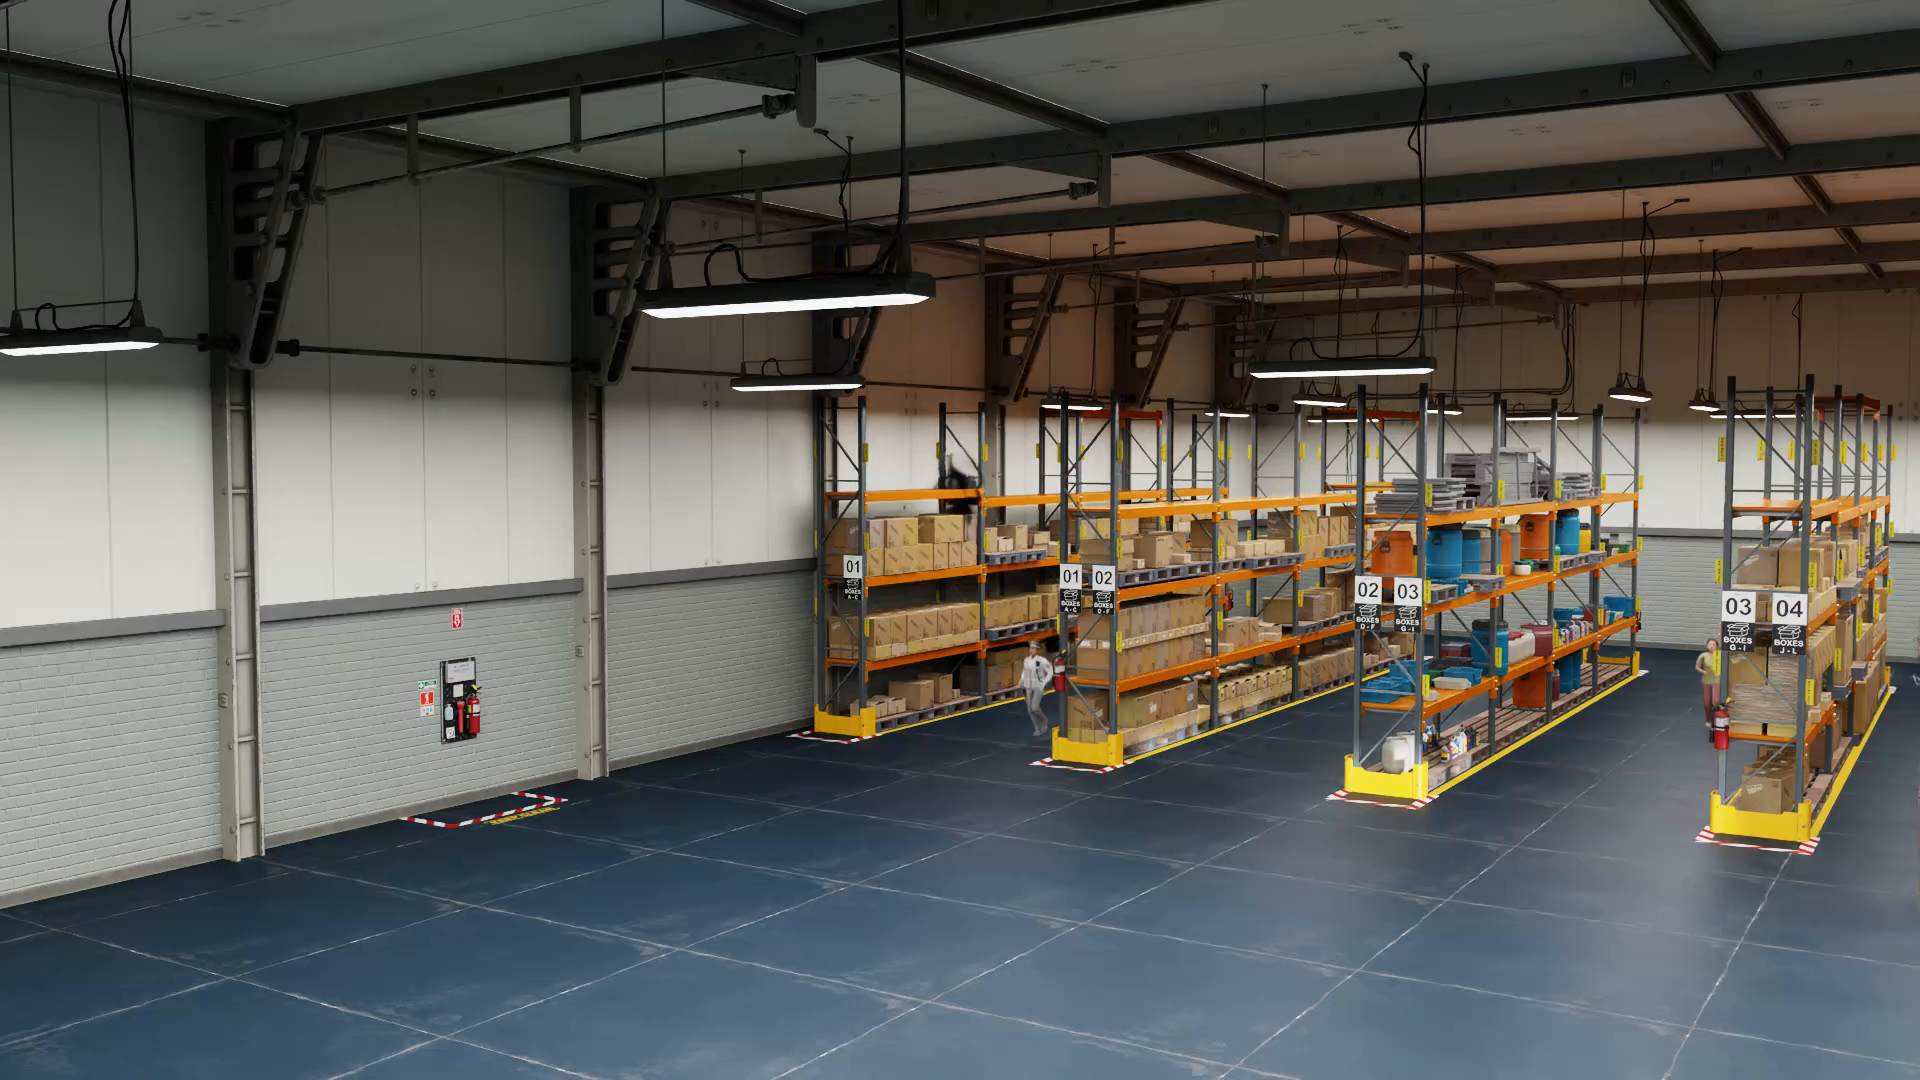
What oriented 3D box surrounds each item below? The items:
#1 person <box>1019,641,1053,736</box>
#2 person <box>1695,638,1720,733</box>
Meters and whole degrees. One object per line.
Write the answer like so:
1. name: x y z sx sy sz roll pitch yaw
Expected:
1. person: 1.269 2.555 28.613 0.589 1.653 0.528 2 4 34
2. person: 13.517 2.618 29.856 0.592 1.719 0.694 2 3 31
